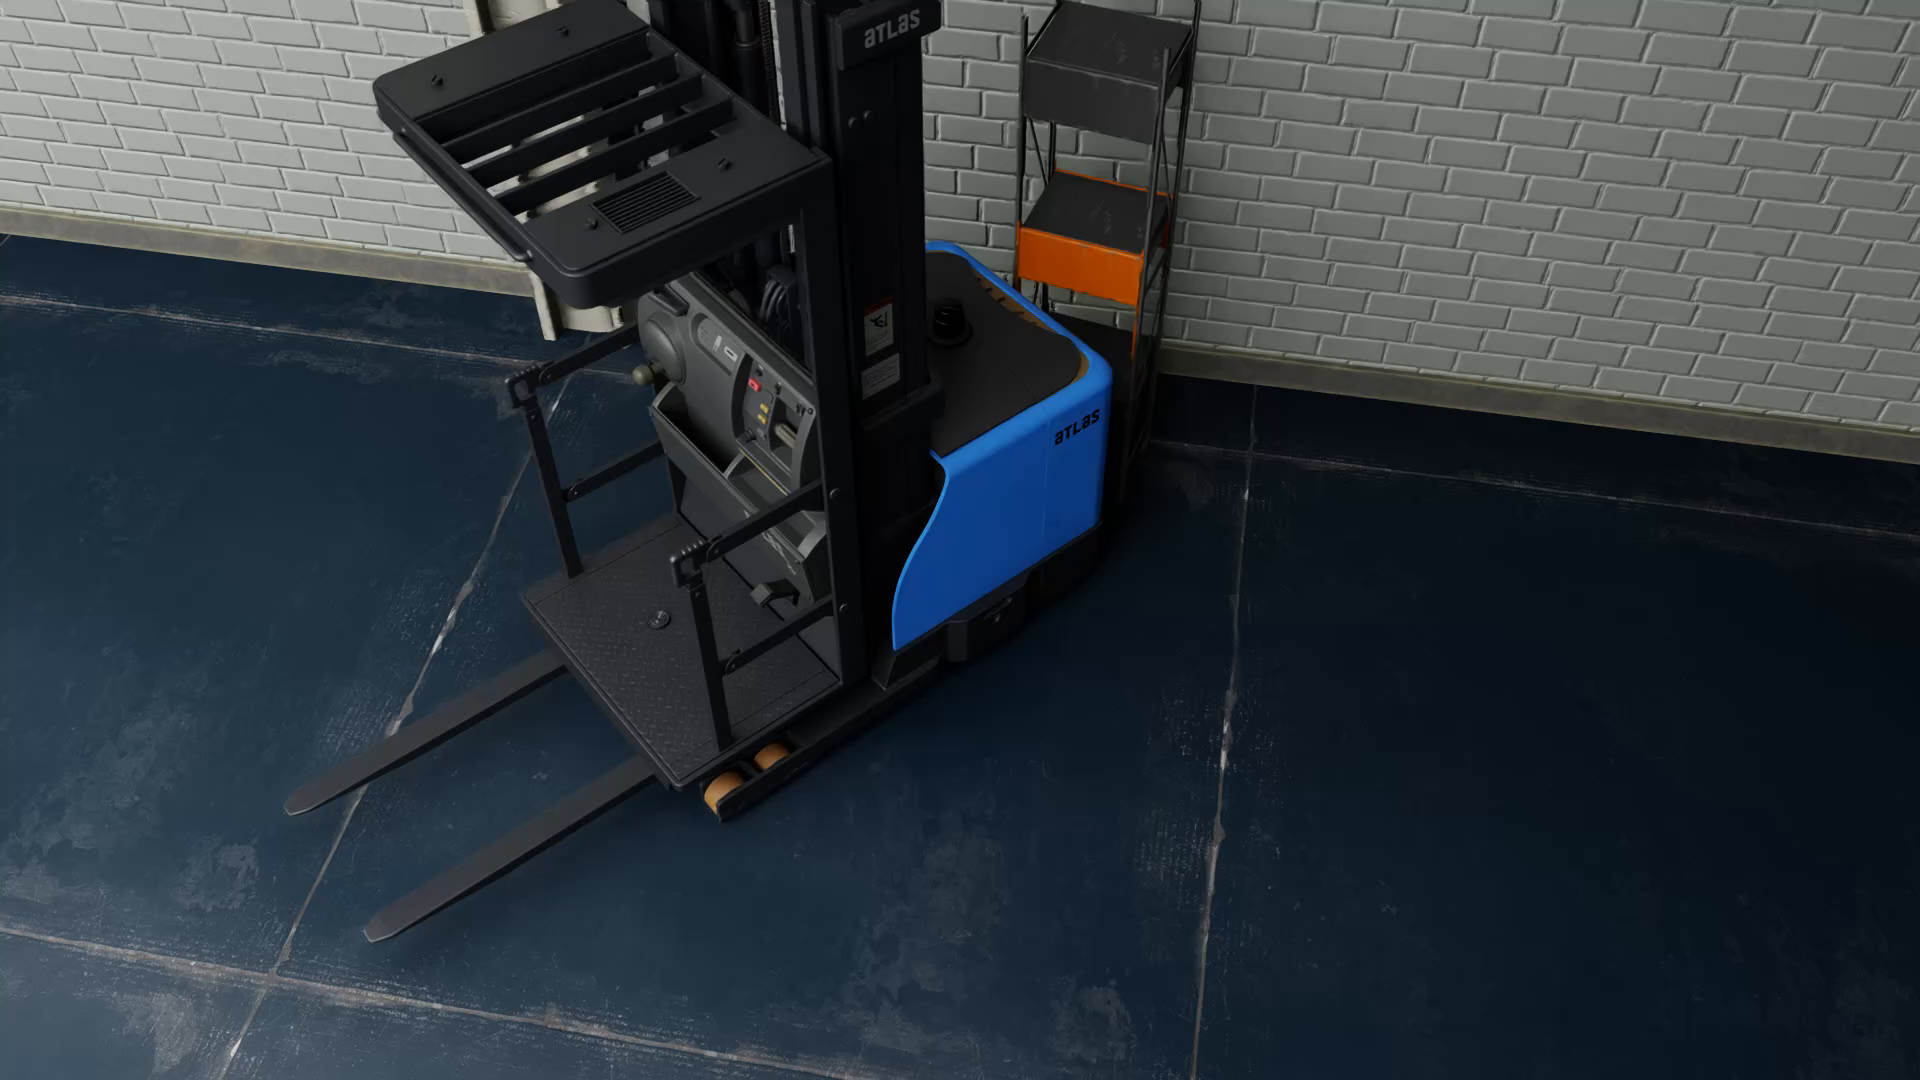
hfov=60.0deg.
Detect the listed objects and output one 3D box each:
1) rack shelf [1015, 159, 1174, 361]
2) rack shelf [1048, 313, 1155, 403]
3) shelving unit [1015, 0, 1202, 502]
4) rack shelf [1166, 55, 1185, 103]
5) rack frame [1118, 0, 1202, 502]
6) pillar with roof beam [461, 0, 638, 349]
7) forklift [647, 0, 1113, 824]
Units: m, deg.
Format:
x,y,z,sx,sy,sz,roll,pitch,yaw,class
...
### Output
x,y,z,sx,sy,sz,roll,pitch,yaw,class
0.505,-1.057,6.278,0.480,0.518,0.431,16,50,14,rack shelf
0.505,-0.680,6.697,0.457,0.174,0.368,16,50,14,rack shelf
0.511,-1.064,6.267,0.492,2.100,0.431,16,50,14,shelving unit
0.505,-1.591,5.683,0.442,0.100,0.332,16,50,14,rack shelf
0.732,-0.999,6.208,0.015,2.100,0.400,16,50,14,rack frame
-2.431,-0.854,1.439,0.400,9.000,9.100,8,49,7,pillar with roof beam
-0.905,-0.455,5.161,3.031,2.935,1.130,-31,55,-25,forklift
